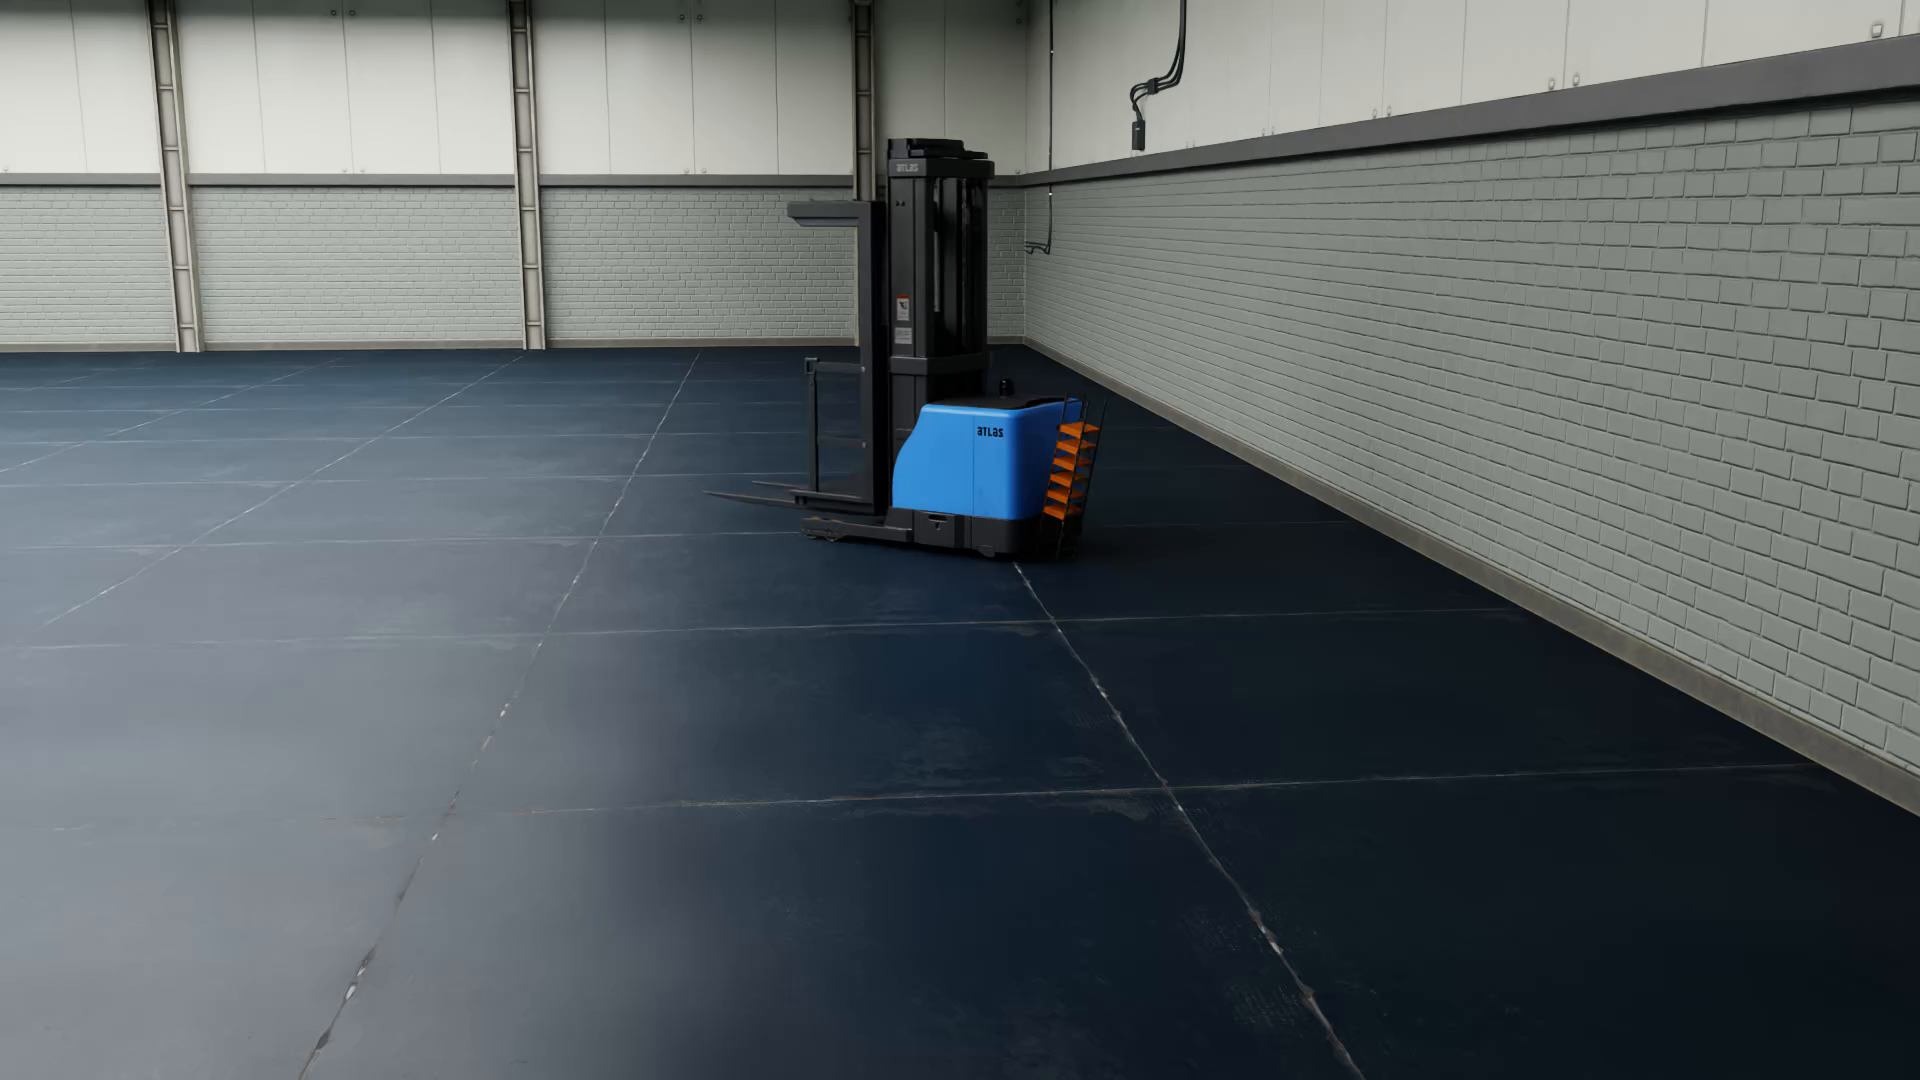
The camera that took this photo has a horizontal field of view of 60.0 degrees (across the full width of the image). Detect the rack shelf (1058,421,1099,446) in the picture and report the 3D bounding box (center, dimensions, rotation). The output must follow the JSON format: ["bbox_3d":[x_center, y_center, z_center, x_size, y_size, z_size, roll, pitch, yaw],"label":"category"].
[{"bbox_3d":[0.832,-0.744,11.562,0.180,0.103,0.258,24,23,34],"label":"rack shelf"}]

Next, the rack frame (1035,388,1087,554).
[{"bbox_3d":[0.709,-0.481,11.714,0.006,1.200,0.240,24,23,34],"label":"rack frame"}]

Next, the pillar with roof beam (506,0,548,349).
[{"bbox_3d":[-7.243,-7.067,25.136,0.548,9.000,9.100,-1,11,-6],"label":"pillar with roof beam"}]

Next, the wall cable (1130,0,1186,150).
[{"bbox_3d":[2.338,-7.673,19.403,0.169,6.003,2.305,-1,11,-6],"label":"wall cable"}]

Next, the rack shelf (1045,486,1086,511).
[{"bbox_3d":[0.751,-0.297,11.716,0.180,0.103,0.258,24,23,34],"label":"rack shelf"}]

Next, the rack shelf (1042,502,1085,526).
[{"bbox_3d":[0.730,-0.186,11.755,0.180,0.103,0.258,24,23,34],"label":"rack shelf"}]

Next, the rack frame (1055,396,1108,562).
[{"bbox_3d":[0.848,-0.420,11.612,0.006,1.200,0.240,24,23,34],"label":"rack frame"}]

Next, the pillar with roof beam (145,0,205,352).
[{"bbox_3d":[-13.208,-6.942,24.500,0.400,9.000,9.100,-1,11,-6],"label":"pillar with roof beam"}]

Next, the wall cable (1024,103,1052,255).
[{"bbox_3d":[1.328,-6.302,29.293,0.112,2.526,3.097,-1,11,-6],"label":"wall cable"}]

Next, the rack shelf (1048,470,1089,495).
[{"bbox_3d":[0.771,-0.409,11.678,0.180,0.103,0.258,24,23,34],"label":"rack shelf"}]

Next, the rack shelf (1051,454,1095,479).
[{"bbox_3d":[0.791,-0.521,11.639,0.180,0.103,0.258,24,23,34],"label":"rack shelf"}]

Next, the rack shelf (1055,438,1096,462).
[{"bbox_3d":[0.812,-0.633,11.600,0.180,0.103,0.258,24,23,34],"label":"rack shelf"}]

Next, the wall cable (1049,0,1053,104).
[{"bbox_3d":[1.620,-8.261,26.167,0.112,2.526,3.097,-1,11,-6],"label":"wall cable"}]

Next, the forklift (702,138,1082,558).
[{"bbox_3d":[-0.609,-1.504,12.569,3.031,2.935,1.130,7,13,31],"label":"forklift"}]

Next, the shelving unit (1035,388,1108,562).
[{"bbox_3d":[0.779,-0.450,11.663,0.189,1.200,0.258,24,23,34],"label":"shelving unit"}]

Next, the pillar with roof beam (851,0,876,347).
[{"bbox_3d":[-1.278,-7.192,25.772,0.548,9.000,9.100,-1,11,-6],"label":"pillar with roof beam"}]
